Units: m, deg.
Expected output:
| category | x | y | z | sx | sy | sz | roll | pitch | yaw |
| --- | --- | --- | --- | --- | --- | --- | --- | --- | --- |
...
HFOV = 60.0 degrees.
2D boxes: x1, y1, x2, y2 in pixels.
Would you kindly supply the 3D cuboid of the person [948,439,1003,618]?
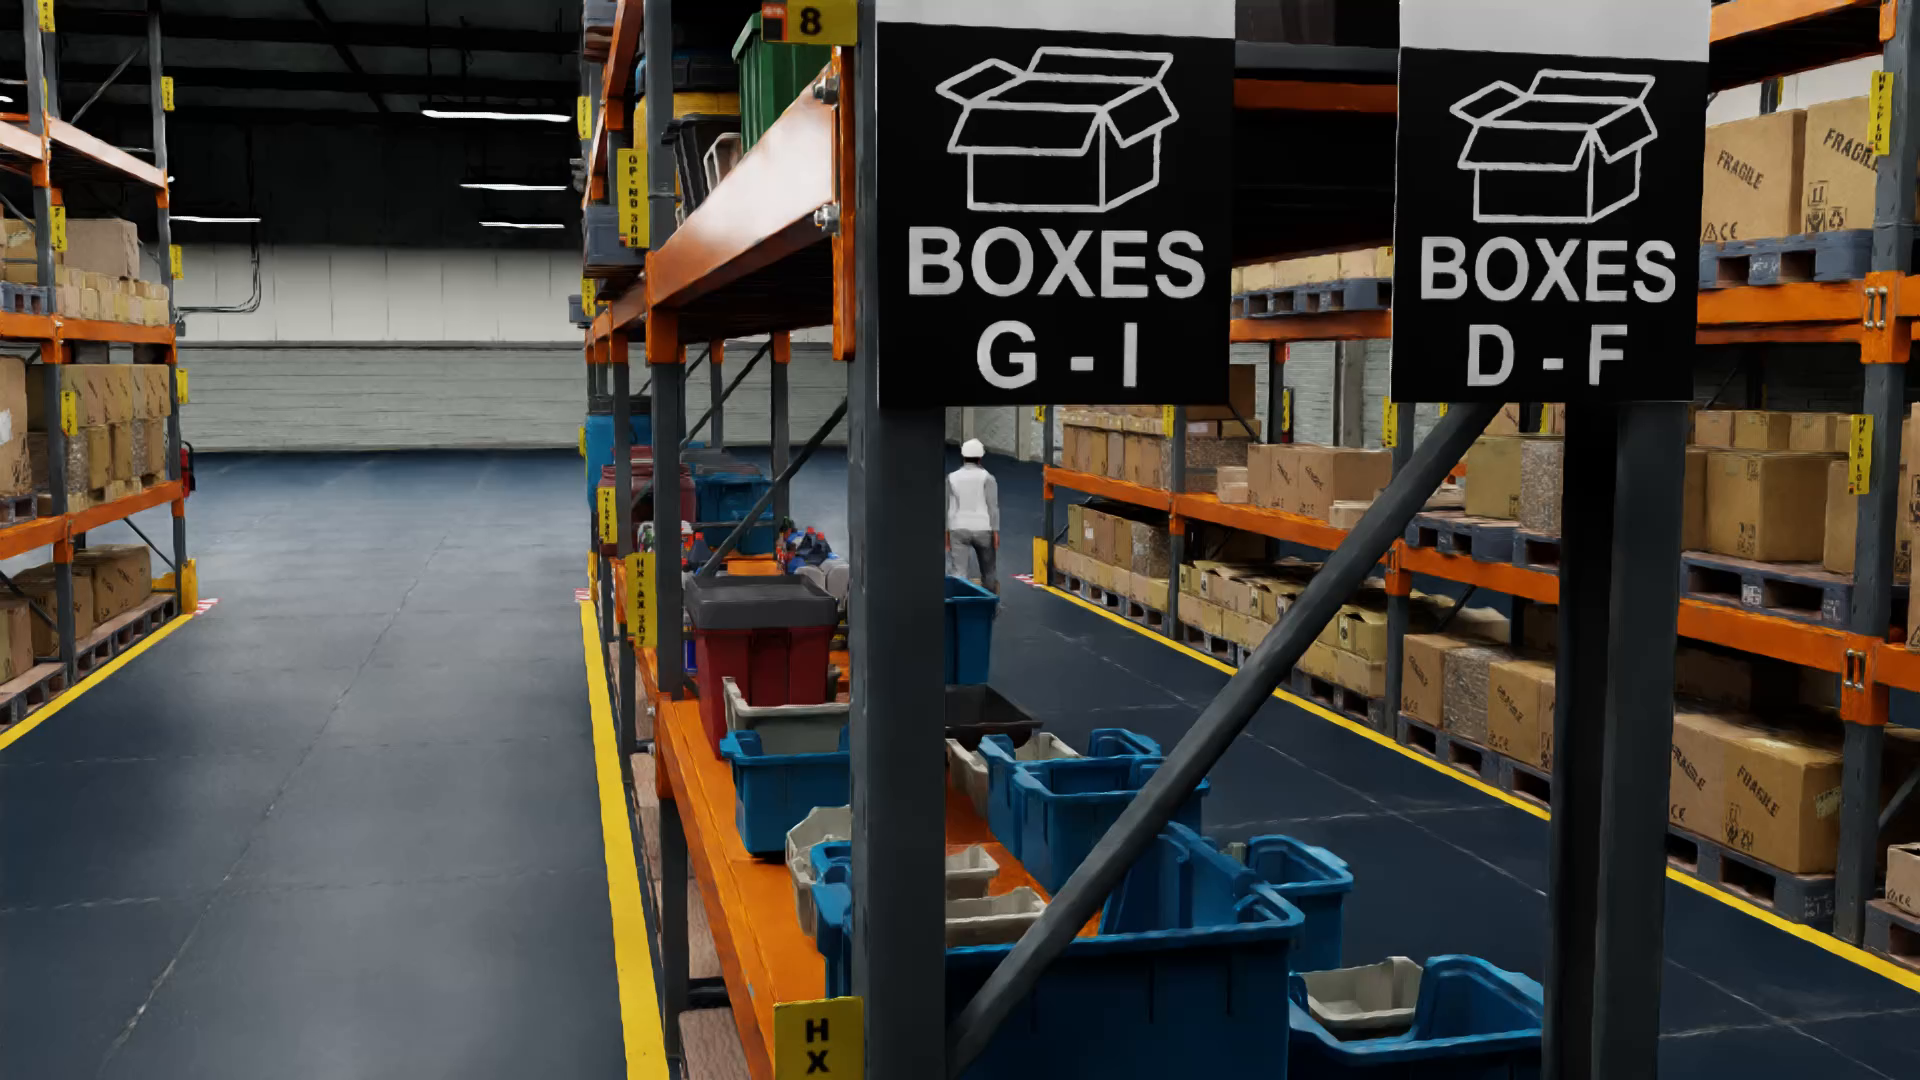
| category | x | y | z | sx | sy | sz | roll | pitch | yaw |
| --- | --- | --- | --- | --- | --- | --- | --- | --- | --- |
| person | 0.127 | -0.091 | 15.819 | 0.474 | 1.741 | 0.925 | 1 | 6 | 9 |
